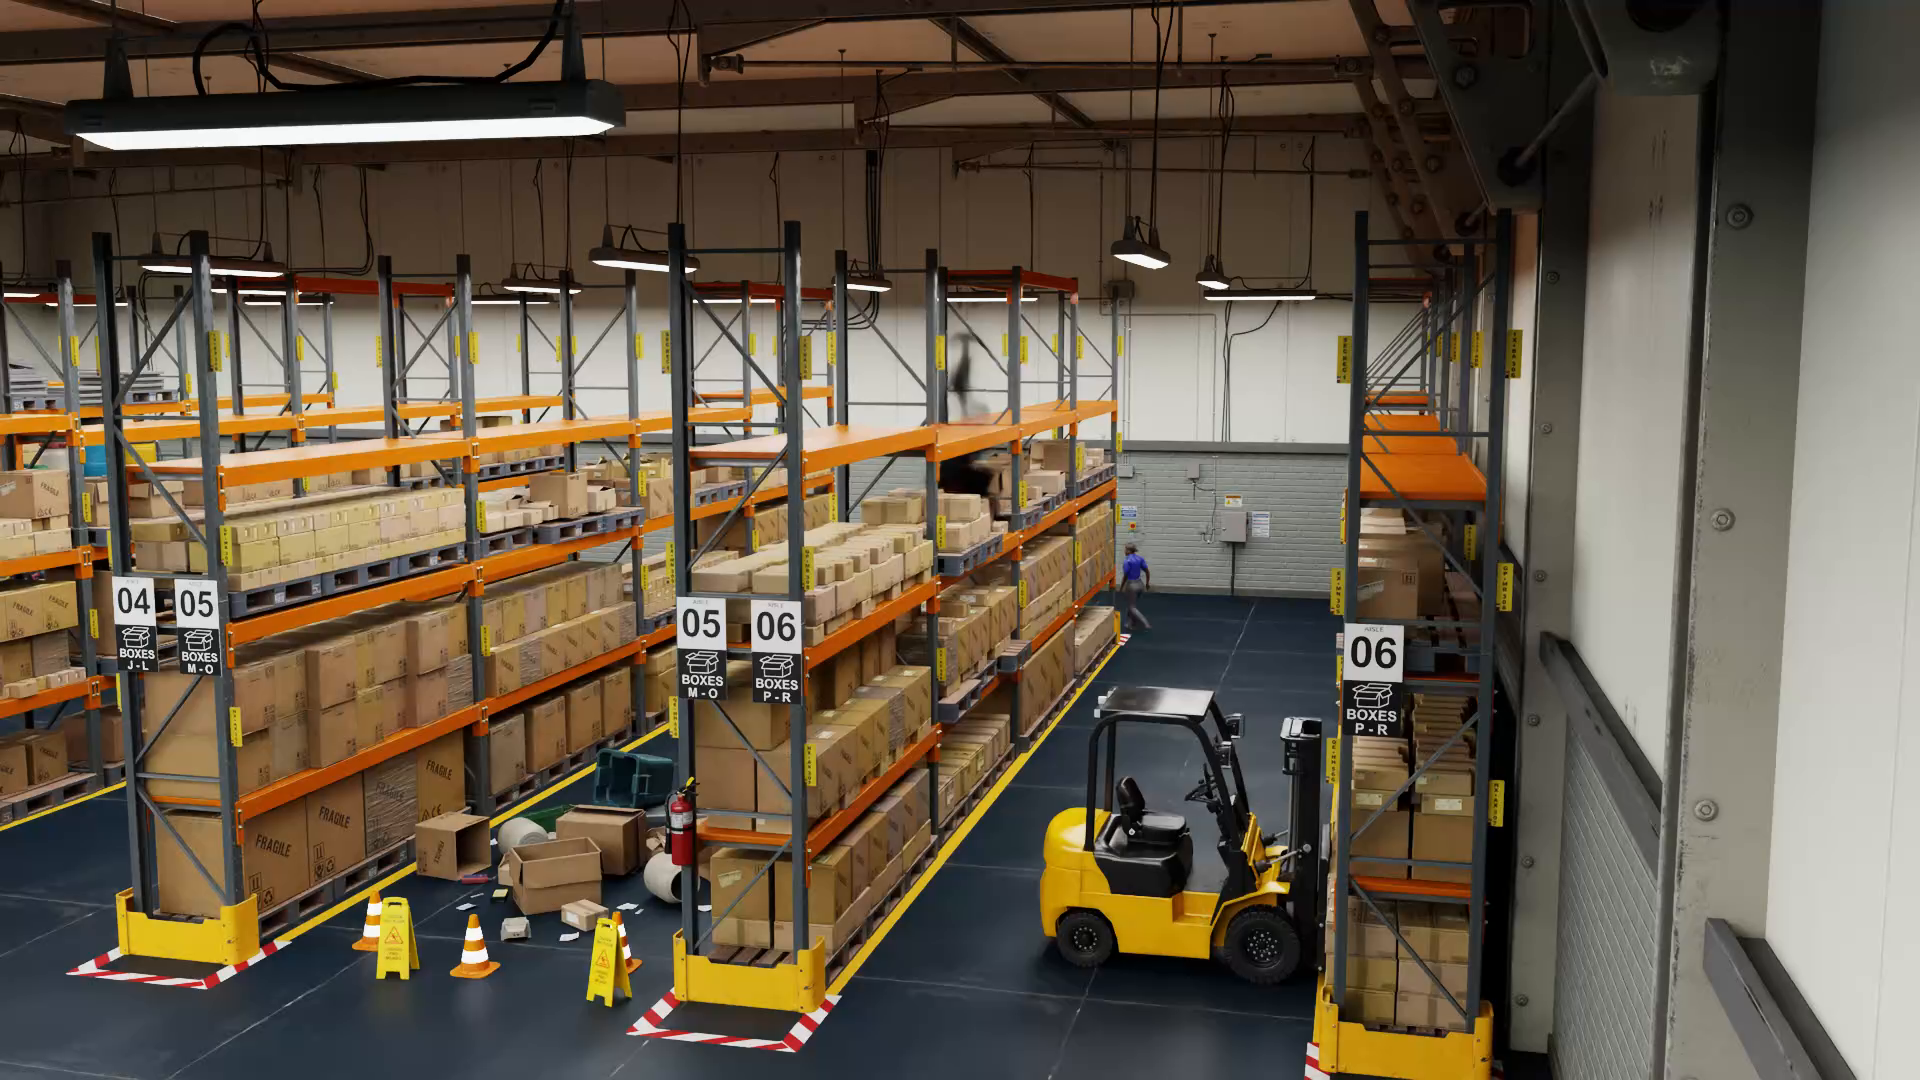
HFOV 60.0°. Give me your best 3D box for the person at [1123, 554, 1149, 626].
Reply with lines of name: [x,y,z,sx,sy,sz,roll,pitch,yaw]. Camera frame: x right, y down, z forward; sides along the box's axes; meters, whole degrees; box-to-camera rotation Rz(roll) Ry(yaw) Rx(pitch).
person: [3.073,0.904,29.181,0.516,1.320,0.656,-6,9,-40]

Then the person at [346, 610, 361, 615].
person: [-7.578,1.715,20.909,0.663,1.767,0.943,0,7,-2]
